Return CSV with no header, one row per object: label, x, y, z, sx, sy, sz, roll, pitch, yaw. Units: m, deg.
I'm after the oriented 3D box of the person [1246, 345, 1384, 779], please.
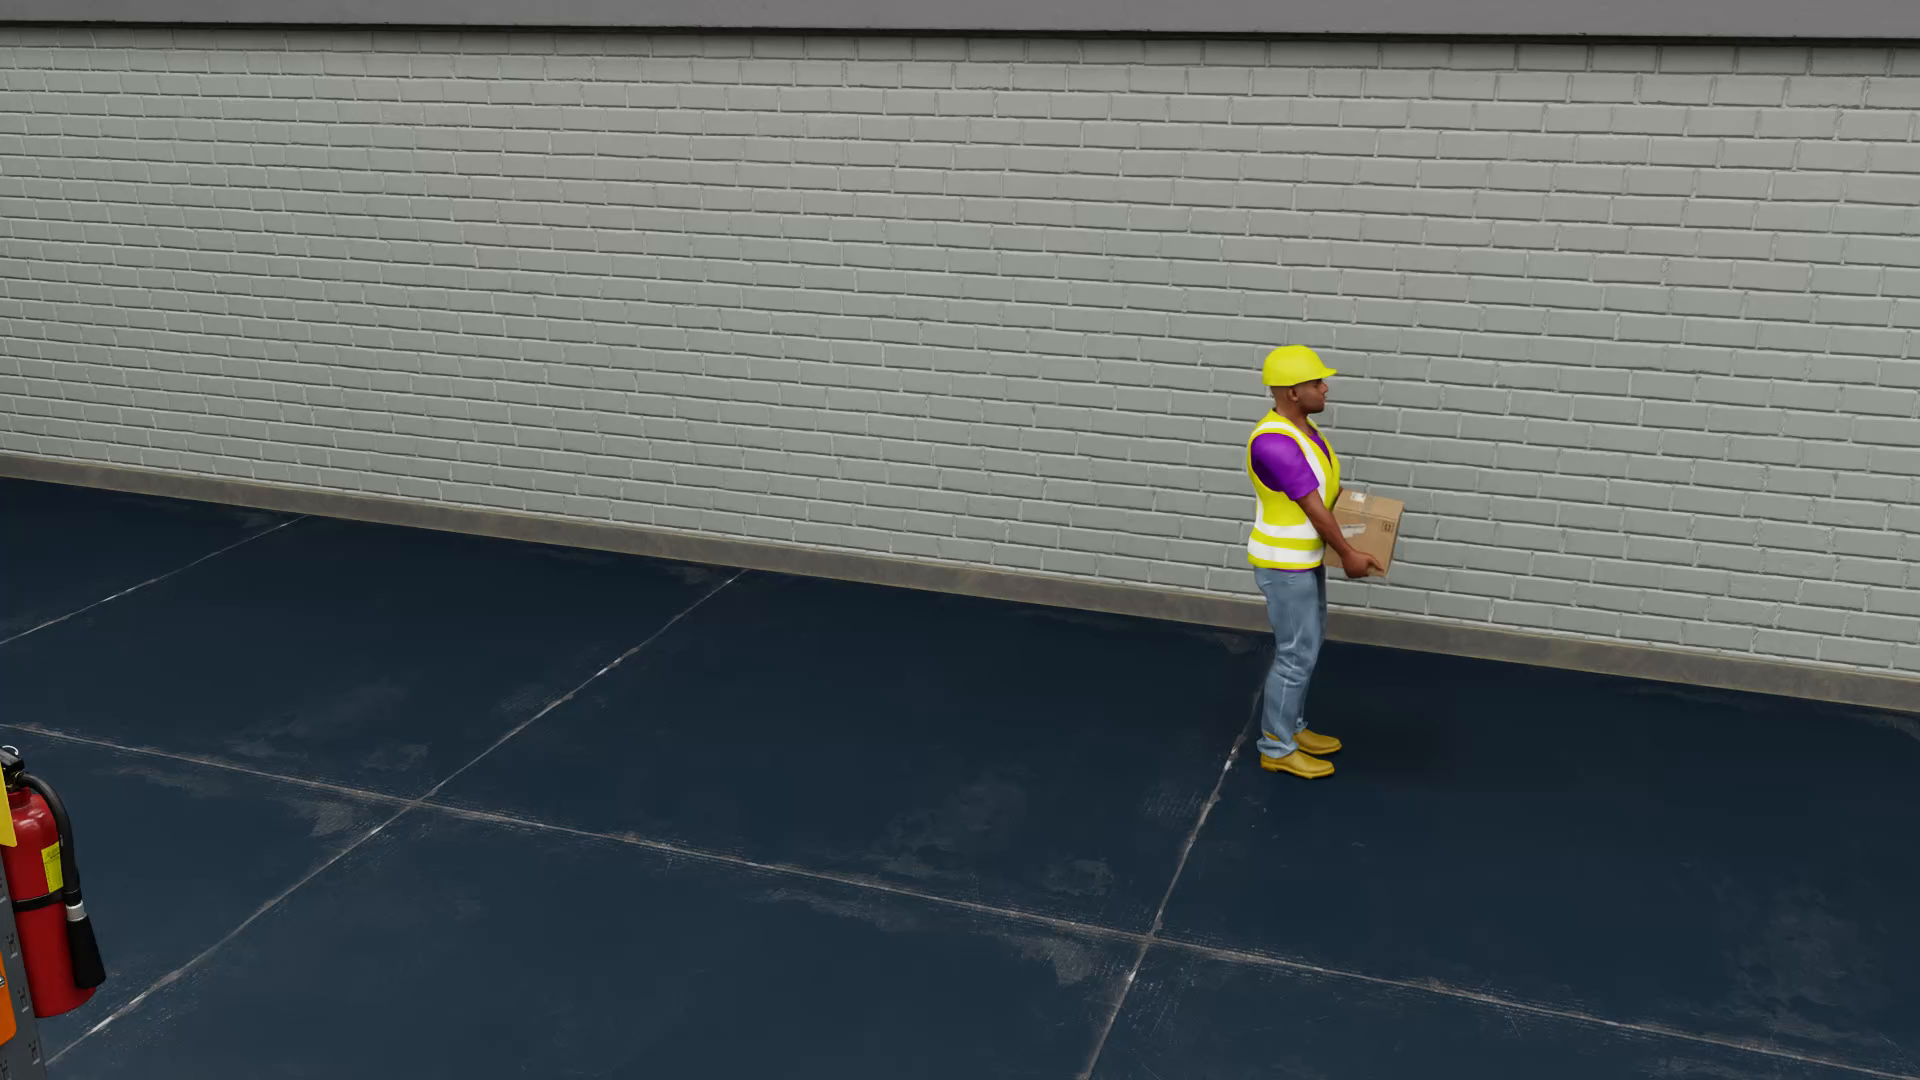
person,1.448,0.089,6.767,0.569,1.760,0.504,7,20,19
